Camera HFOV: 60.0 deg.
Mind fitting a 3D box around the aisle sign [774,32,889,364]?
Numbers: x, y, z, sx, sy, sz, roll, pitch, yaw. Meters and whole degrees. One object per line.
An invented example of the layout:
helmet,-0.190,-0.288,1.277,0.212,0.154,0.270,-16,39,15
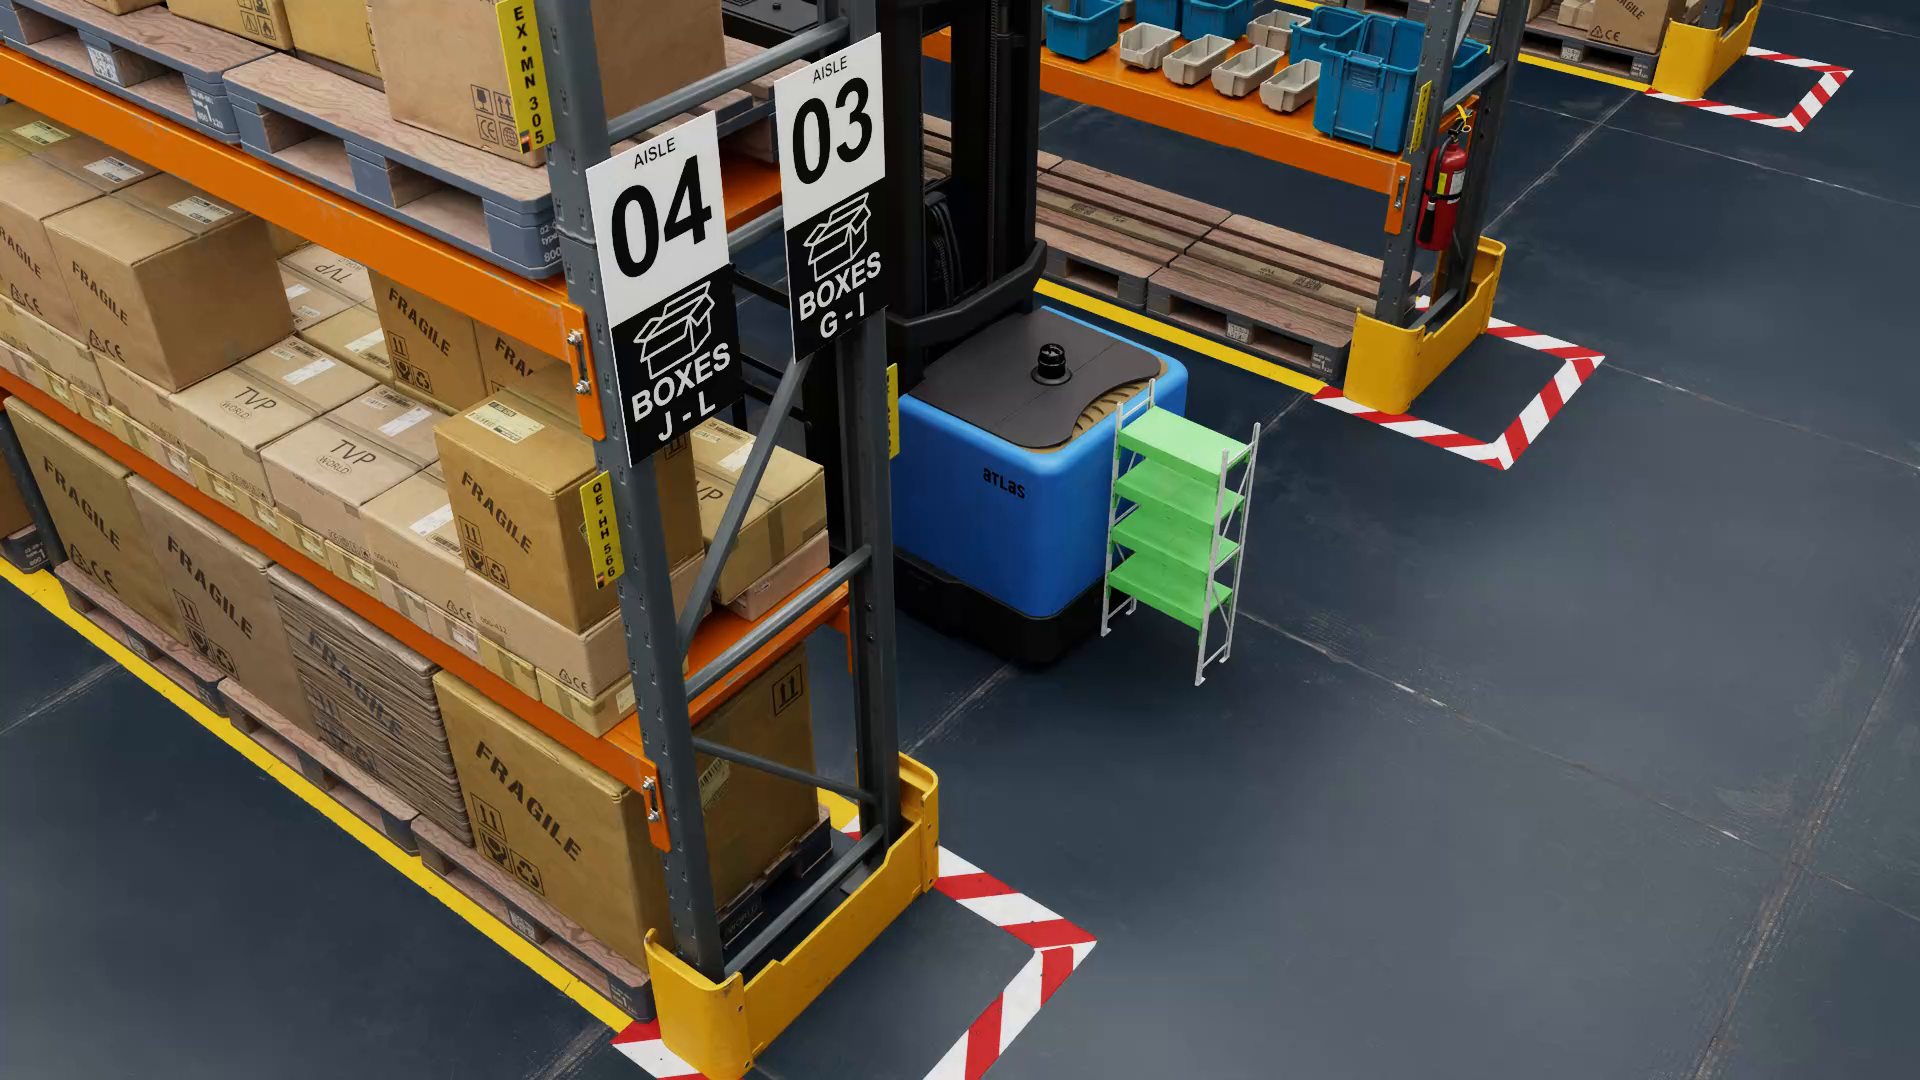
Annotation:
aisle sign,-0.322,-0.878,4.330,0.004,0.787,0.394,25,45,29

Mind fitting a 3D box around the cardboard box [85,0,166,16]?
cardboard box,-2.328,-1.925,4.840,0.500,0.500,0.700,27,46,30

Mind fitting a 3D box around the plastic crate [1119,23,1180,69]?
plastic crate,0.986,-2.606,8.811,0.250,0.136,0.298,25,45,29

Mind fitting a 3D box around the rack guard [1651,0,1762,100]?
rack guard,5.399,-3.628,11.979,0.348,0.500,1.175,25,45,29

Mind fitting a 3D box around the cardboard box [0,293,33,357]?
cardboard box,-3.525,-0.987,6.457,0.500,0.250,0.500,24,44,28

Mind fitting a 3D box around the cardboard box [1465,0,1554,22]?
cardboard box,4.142,-4.128,12.463,0.500,0.250,0.500,25,45,29

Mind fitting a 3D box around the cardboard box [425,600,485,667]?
cardboard box,-1.452,0.200,5.265,0.250,0.149,0.380,25,45,29

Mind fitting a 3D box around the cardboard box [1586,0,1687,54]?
cardboard box,4.878,-3.856,11.913,0.500,0.500,0.500,25,45,29

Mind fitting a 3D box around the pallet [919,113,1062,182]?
pallet,-0.122,-2.304,10.521,1.213,0.211,1.003,25,45,29

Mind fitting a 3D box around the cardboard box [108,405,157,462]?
cardboard box,-2.875,-0.470,6.121,0.250,0.149,0.380,25,44,28

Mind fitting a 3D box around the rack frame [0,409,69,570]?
rack frame,-3.739,-1.233,6.891,0.127,3.000,1.000,25,45,29

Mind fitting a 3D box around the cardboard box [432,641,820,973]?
cardboard box,-1.119,0.736,5.760,0.875,0.875,0.875,25,45,29

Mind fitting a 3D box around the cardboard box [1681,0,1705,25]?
cardboard box,5.336,-3.960,12.330,0.250,0.149,0.380,25,45,29

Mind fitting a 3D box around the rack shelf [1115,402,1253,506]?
rack shelf,0.882,-0.343,6.540,0.480,0.148,0.258,27,46,30

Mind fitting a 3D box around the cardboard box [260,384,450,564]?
cardboard box,-1.915,-0.225,5.485,0.500,0.250,0.500,24,44,27

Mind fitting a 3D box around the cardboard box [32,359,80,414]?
cardboard box,-3.288,-0.664,6.368,0.250,0.149,0.380,27,45,30

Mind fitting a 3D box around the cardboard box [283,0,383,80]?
cardboard box,-1.381,-1.598,4.422,0.500,0.500,0.700,24,44,27

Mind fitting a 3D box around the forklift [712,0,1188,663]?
forklift,-0.482,-1.403,7.164,3.031,2.935,1.130,27,46,30

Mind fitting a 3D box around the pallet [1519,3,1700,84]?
pallet,4.765,-3.813,12.449,1.213,0.211,1.003,25,45,29

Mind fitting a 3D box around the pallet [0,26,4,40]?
pallet,-3.096,-2.067,5.596,1.213,0.211,1.003,25,45,29

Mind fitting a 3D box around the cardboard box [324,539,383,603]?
cardboard box,-1.857,0.010,5.508,0.250,0.149,0.380,24,44,28

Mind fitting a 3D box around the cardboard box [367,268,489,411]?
cardboard box,-1.591,-0.778,5.583,0.500,0.500,0.500,24,44,27

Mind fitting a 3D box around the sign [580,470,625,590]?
sign,-0.903,-0.023,4.215,0.005,0.325,0.100,25,45,29

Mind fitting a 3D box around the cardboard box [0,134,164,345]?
cardboard box,-3.127,-1.093,5.985,0.500,0.500,0.500,25,45,29

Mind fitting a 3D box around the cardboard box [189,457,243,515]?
cardboard box,-2.467,-0.277,5.875,0.250,0.149,0.380,24,44,27

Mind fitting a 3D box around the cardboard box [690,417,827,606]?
cardboard box,-0.779,-0.105,5.331,0.500,0.250,0.500,24,44,27

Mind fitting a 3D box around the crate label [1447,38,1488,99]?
crate label,2.451,-2.371,8.433,0.303,0.233,0.416,25,45,29

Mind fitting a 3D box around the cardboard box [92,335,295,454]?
cardboard box,-2.718,-0.607,5.972,0.500,0.250,0.500,26,45,30

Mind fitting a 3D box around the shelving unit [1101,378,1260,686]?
shelving unit,0.882,-0.015,6.796,0.503,1.200,0.258,27,46,30

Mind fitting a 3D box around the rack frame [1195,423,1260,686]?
rack frame,1.068,0.082,6.672,0.015,1.200,0.240,27,46,30

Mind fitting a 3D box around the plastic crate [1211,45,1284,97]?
plastic crate,1.468,-2.412,8.563,0.243,0.136,0.396,25,45,29

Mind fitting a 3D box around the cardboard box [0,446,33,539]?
cardboard box,-4.260,-0.792,7.711,0.875,0.875,1.225,25,45,29

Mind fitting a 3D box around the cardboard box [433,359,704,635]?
cardboard box,-1.108,-0.142,4.770,0.500,0.500,0.500,26,45,29

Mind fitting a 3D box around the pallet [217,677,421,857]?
pallet,-2.209,0.645,6.755,1.213,0.211,1.003,25,45,29

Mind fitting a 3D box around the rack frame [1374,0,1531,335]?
rack frame,2.447,-2.160,8.076,0.127,3.000,1.000,25,45,29

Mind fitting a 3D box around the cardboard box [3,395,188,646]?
cardboard box,-3.263,-0.275,7.051,0.875,0.875,0.875,25,45,29

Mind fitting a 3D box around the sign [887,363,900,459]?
sign,-0.220,-0.376,5.031,0.005,0.325,0.100,25,45,29

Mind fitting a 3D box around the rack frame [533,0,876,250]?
rack frame,-0.562,-2.097,3.129,0.127,3.000,1.000,25,45,29

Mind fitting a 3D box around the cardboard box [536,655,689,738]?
cardboard box,-1.045,0.392,5.020,0.250,0.149,0.380,26,45,29

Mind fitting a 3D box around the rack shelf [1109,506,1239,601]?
rack shelf,0.882,0.035,6.835,0.480,0.148,0.258,27,46,30

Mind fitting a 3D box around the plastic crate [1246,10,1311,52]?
plastic crate,1.708,-2.748,8.992,0.298,0.136,0.250,25,45,29

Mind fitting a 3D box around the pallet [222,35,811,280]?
pallet,-1.157,-1.154,4.429,1.213,0.211,1.003,25,45,29

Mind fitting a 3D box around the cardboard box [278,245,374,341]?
cardboard box,-2.411,-0.870,6.309,0.500,0.250,0.500,26,45,29

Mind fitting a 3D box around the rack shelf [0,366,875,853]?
rack shelf,-2.150,-0.201,6.157,4.000,0.370,1.077,25,45,29

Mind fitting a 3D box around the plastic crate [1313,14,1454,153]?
plastic crate,2.068,-2.232,8.090,0.499,0.435,0.616,25,45,29
